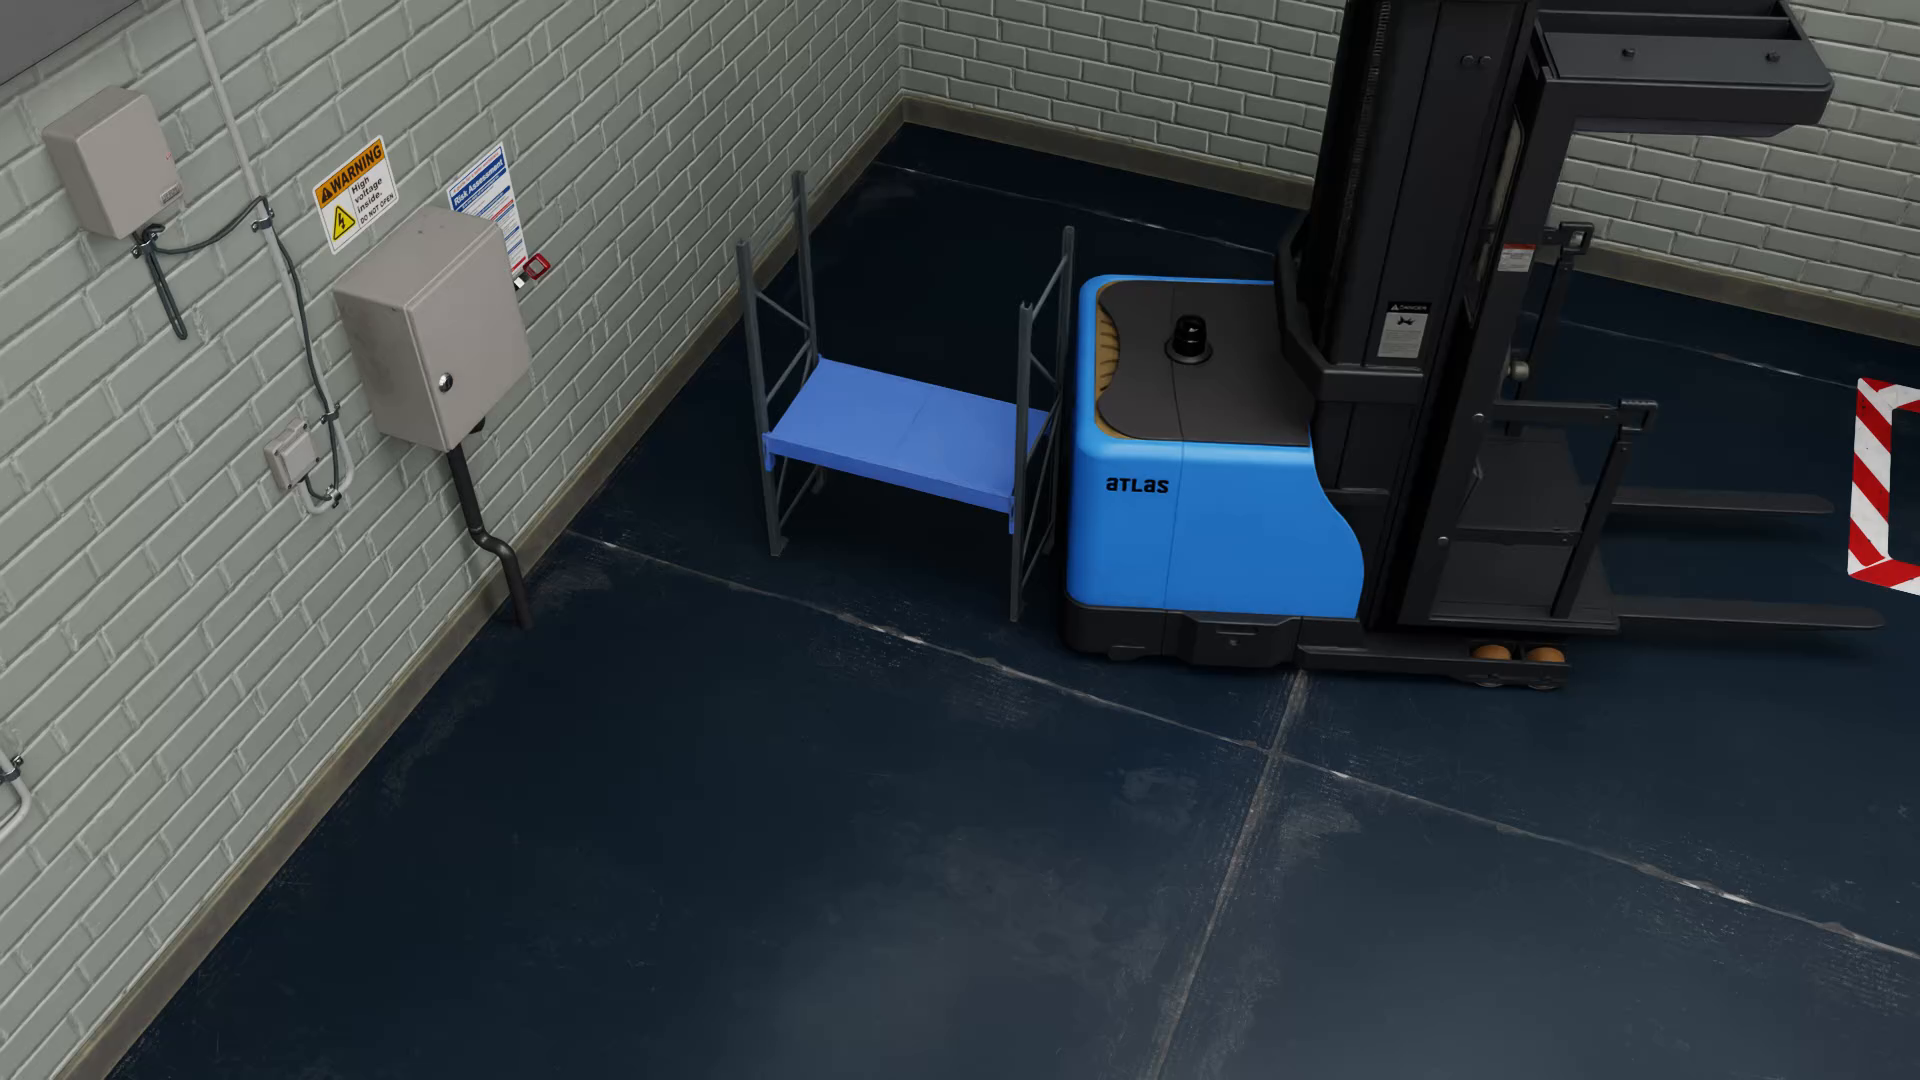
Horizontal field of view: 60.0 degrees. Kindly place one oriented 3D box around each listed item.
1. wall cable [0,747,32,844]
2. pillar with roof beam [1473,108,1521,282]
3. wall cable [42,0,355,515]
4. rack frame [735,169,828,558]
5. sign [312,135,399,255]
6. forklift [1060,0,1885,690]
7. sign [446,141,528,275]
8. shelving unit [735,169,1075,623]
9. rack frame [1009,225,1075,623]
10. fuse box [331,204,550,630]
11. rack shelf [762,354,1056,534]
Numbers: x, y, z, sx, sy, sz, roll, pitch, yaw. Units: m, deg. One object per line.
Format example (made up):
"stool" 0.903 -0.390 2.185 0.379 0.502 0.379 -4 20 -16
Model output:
"wall cable" -2.581 0.209 3.671 0.123 1.953 0.585 16 47 16
"pillar with roof beam" 0.740 -1.779 2.158 0.400 9.000 9.100 16 47 16
"wall cable" -2.046 -0.706 4.613 0.122 1.984 0.588 16 47 16
"rack frame" -0.660 -0.630 6.320 0.032 1.500 0.500 15 47 14
"sign" -1.850 -1.060 5.104 0.001 0.242 0.339 16 47 16
"forklift" 1.917 -0.873 5.549 3.031 2.935 1.130 3 45 3
"sign" -1.639 -1.091 5.788 0.001 0.494 0.329 16 47 16
"shelving unit" -0.183 -0.505 6.194 1.048 1.500 0.538 15 47 14
"rack frame" 0.293 -0.380 6.069 0.032 1.500 0.500 15 47 14
"fuse box" -1.638 -0.291 5.829 0.414 1.711 0.539 16 47 16
"rack shelf" -0.183 -0.378 6.321 1.000 0.185 0.538 15 47 14
